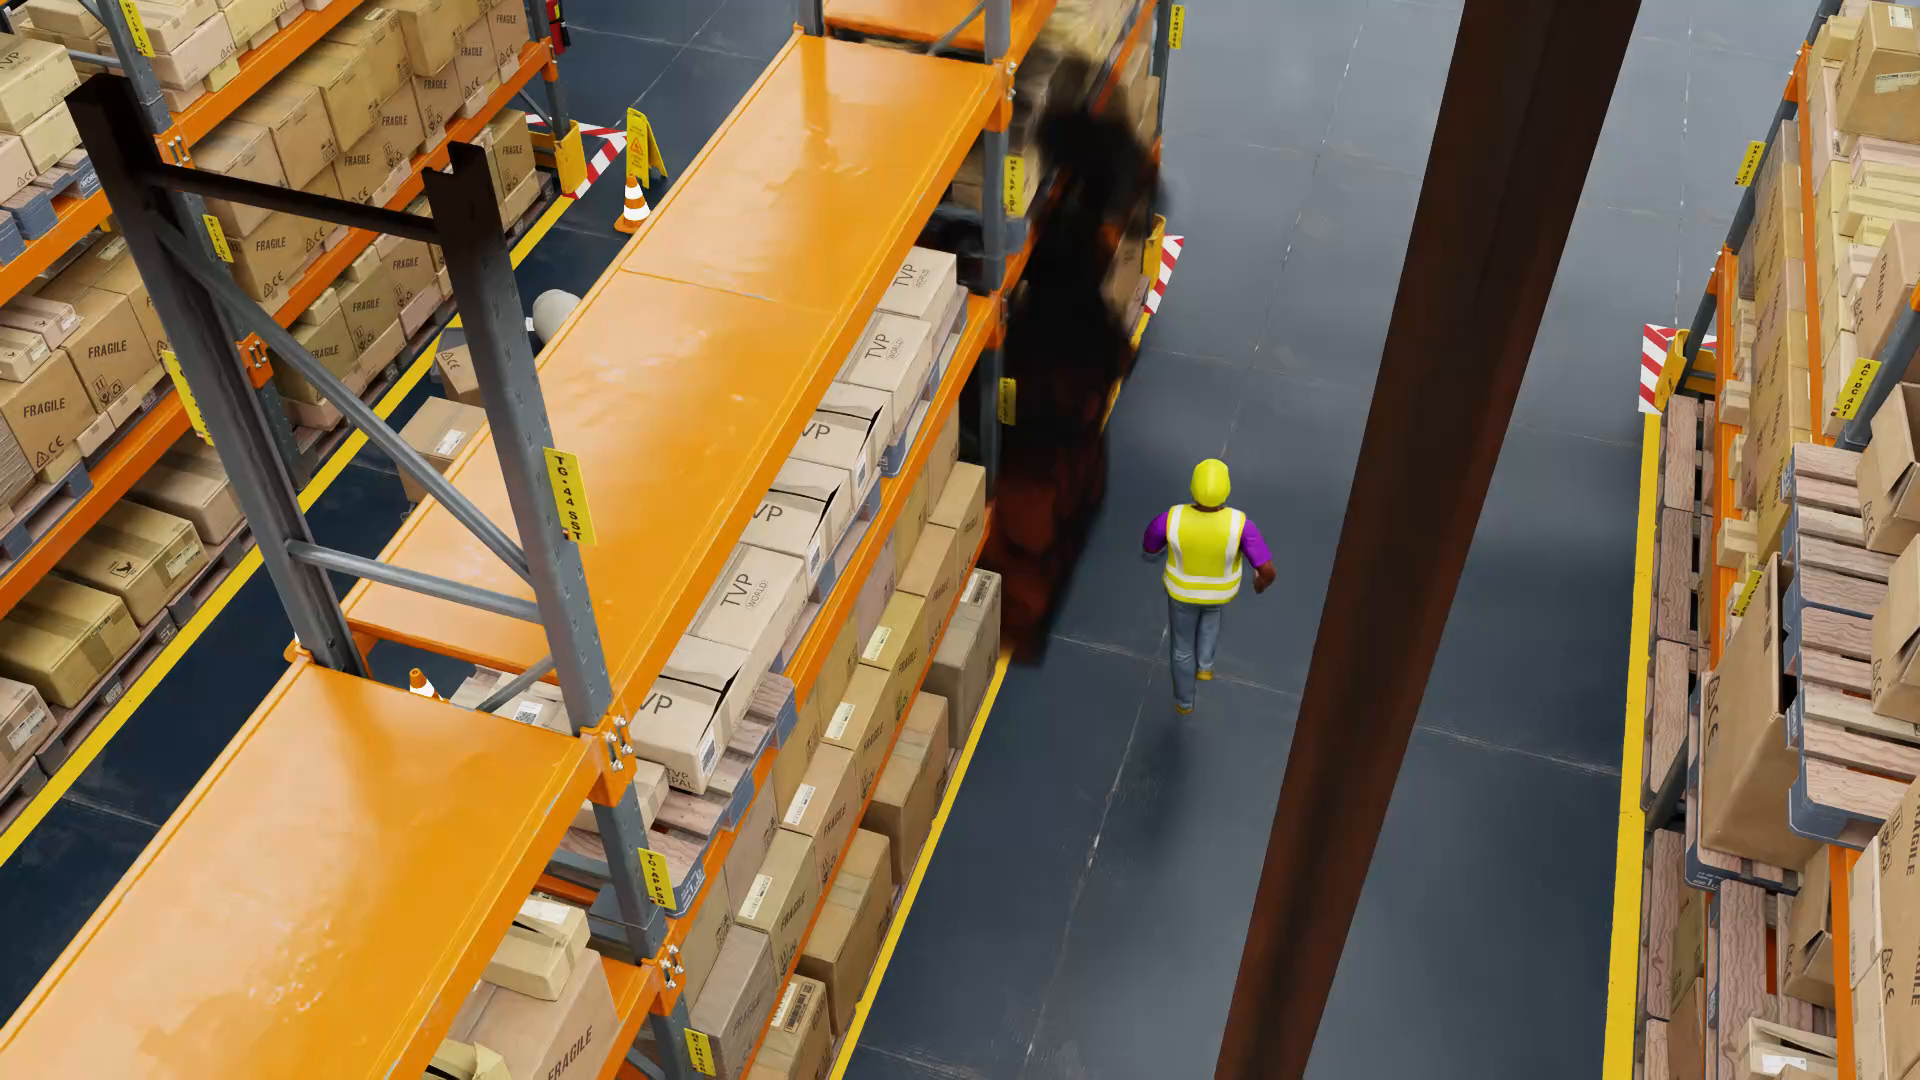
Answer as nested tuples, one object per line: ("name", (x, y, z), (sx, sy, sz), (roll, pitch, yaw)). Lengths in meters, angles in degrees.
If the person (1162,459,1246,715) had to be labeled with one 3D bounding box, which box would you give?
("person", (-4.064, -1.876, 11.499), (11.480, 2.006, 6.262), (2, 46, 2))
